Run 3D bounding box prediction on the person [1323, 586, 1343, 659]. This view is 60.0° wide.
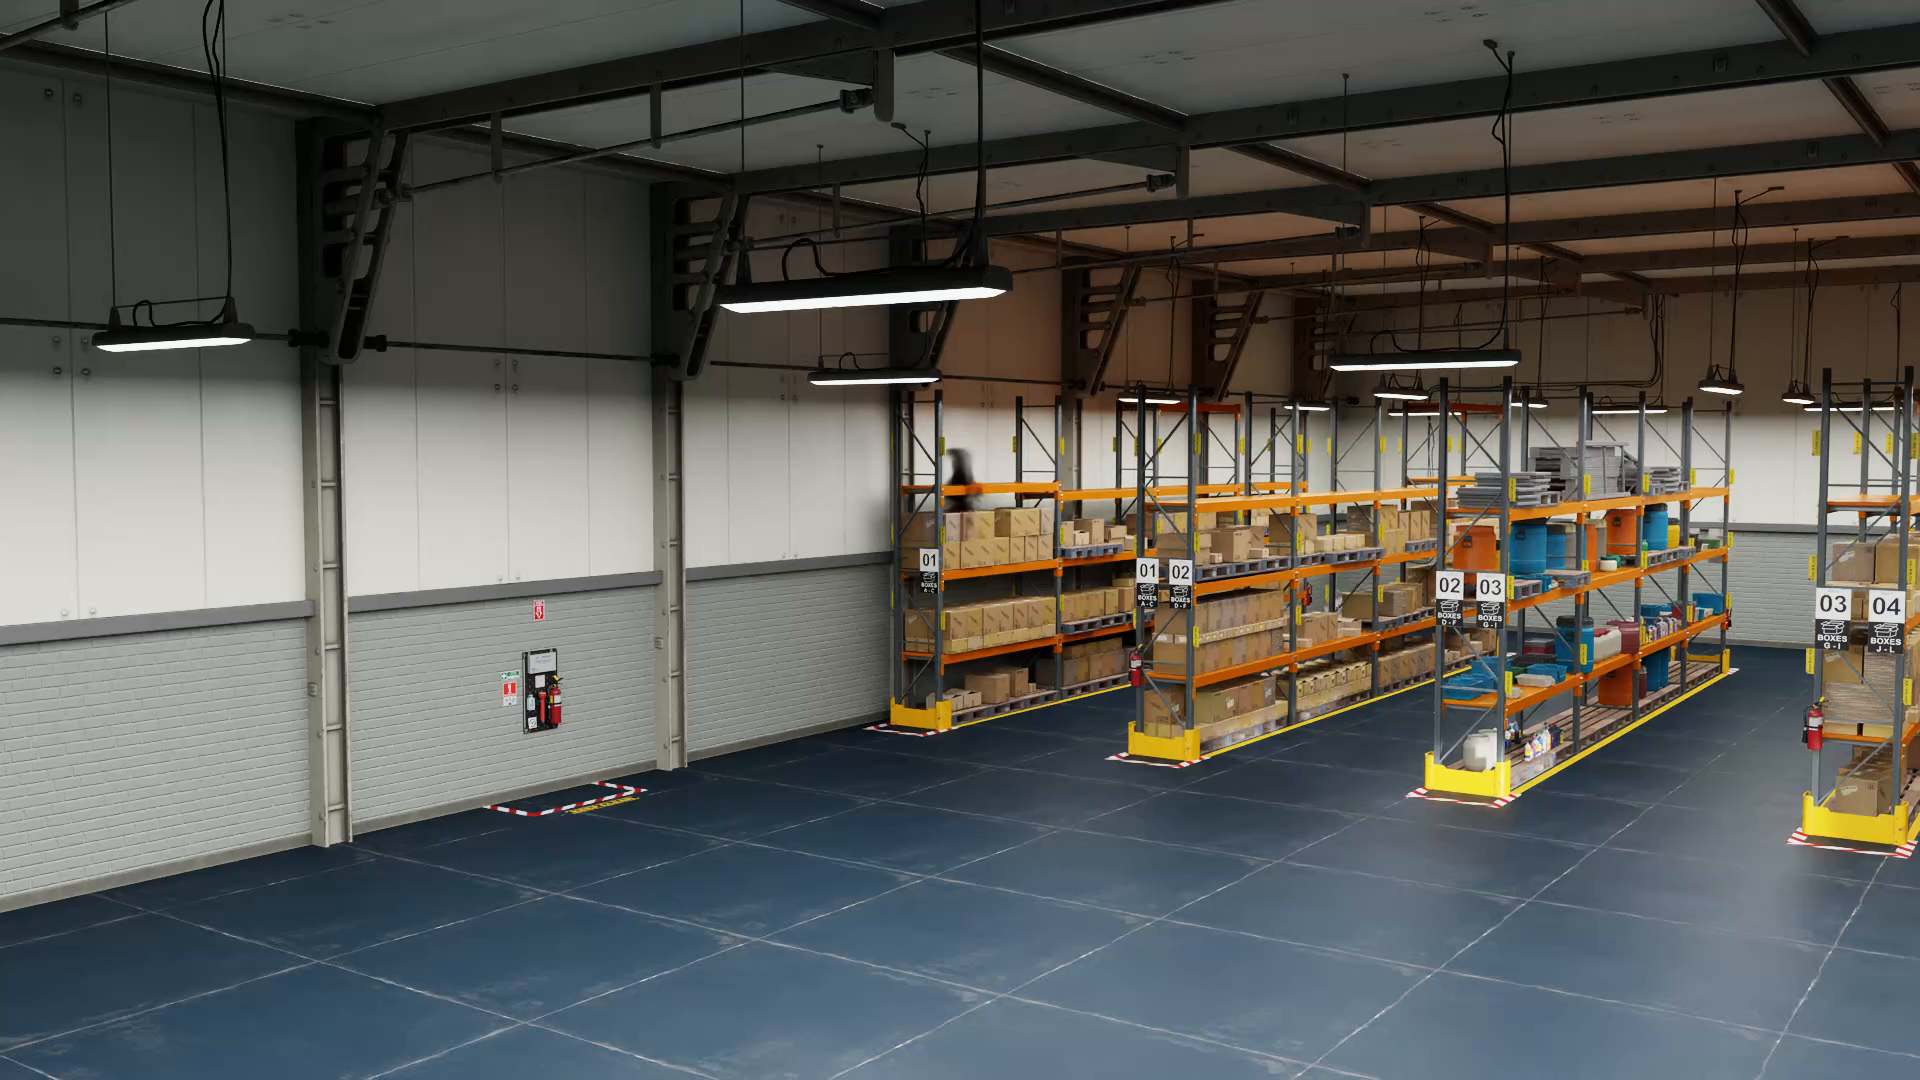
[{"bbox_3d":[8.877,1.948,39.142,0.580,1.740,0.845,2,4,35],"label":"person"}]
